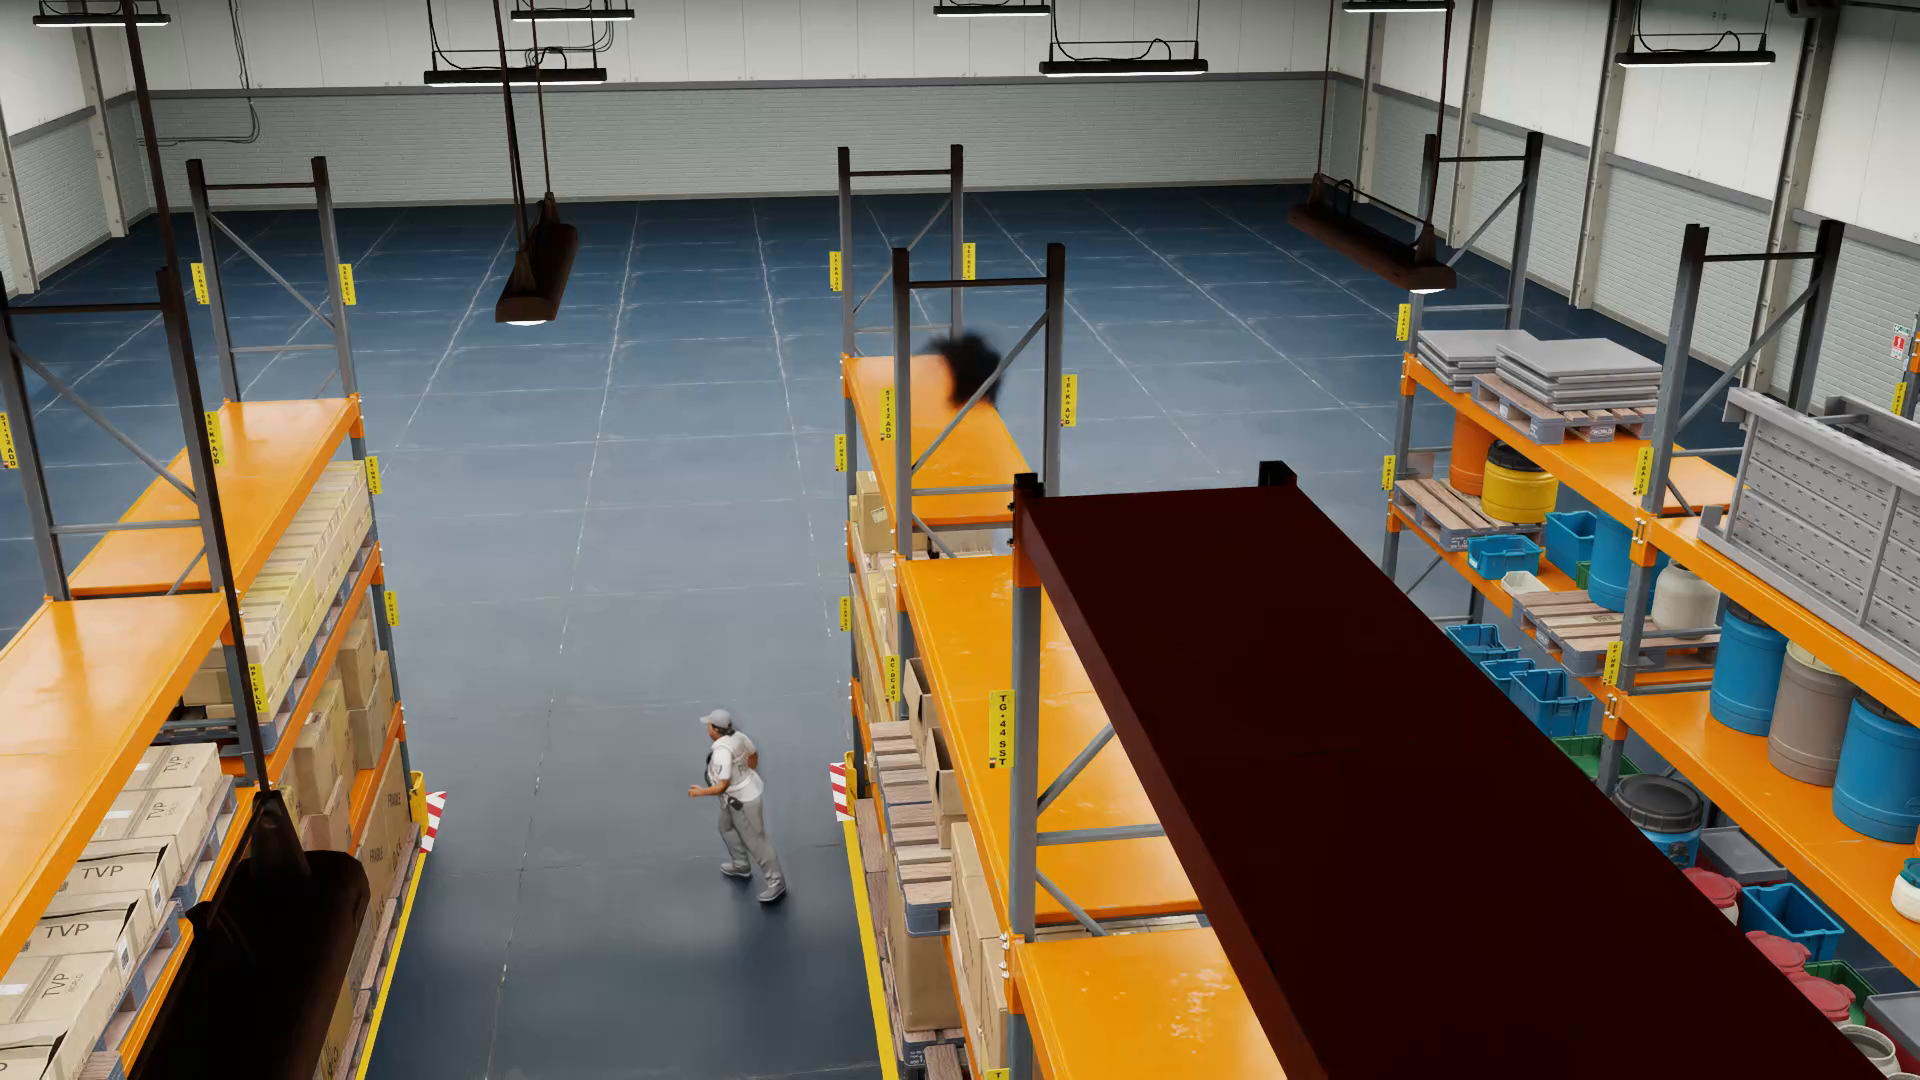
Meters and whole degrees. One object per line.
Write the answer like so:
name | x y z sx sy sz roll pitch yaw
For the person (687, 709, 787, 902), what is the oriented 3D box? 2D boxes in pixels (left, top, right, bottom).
person | -1.873 2.207 13.939 0.803 1.598 0.681 -1 22 -2
